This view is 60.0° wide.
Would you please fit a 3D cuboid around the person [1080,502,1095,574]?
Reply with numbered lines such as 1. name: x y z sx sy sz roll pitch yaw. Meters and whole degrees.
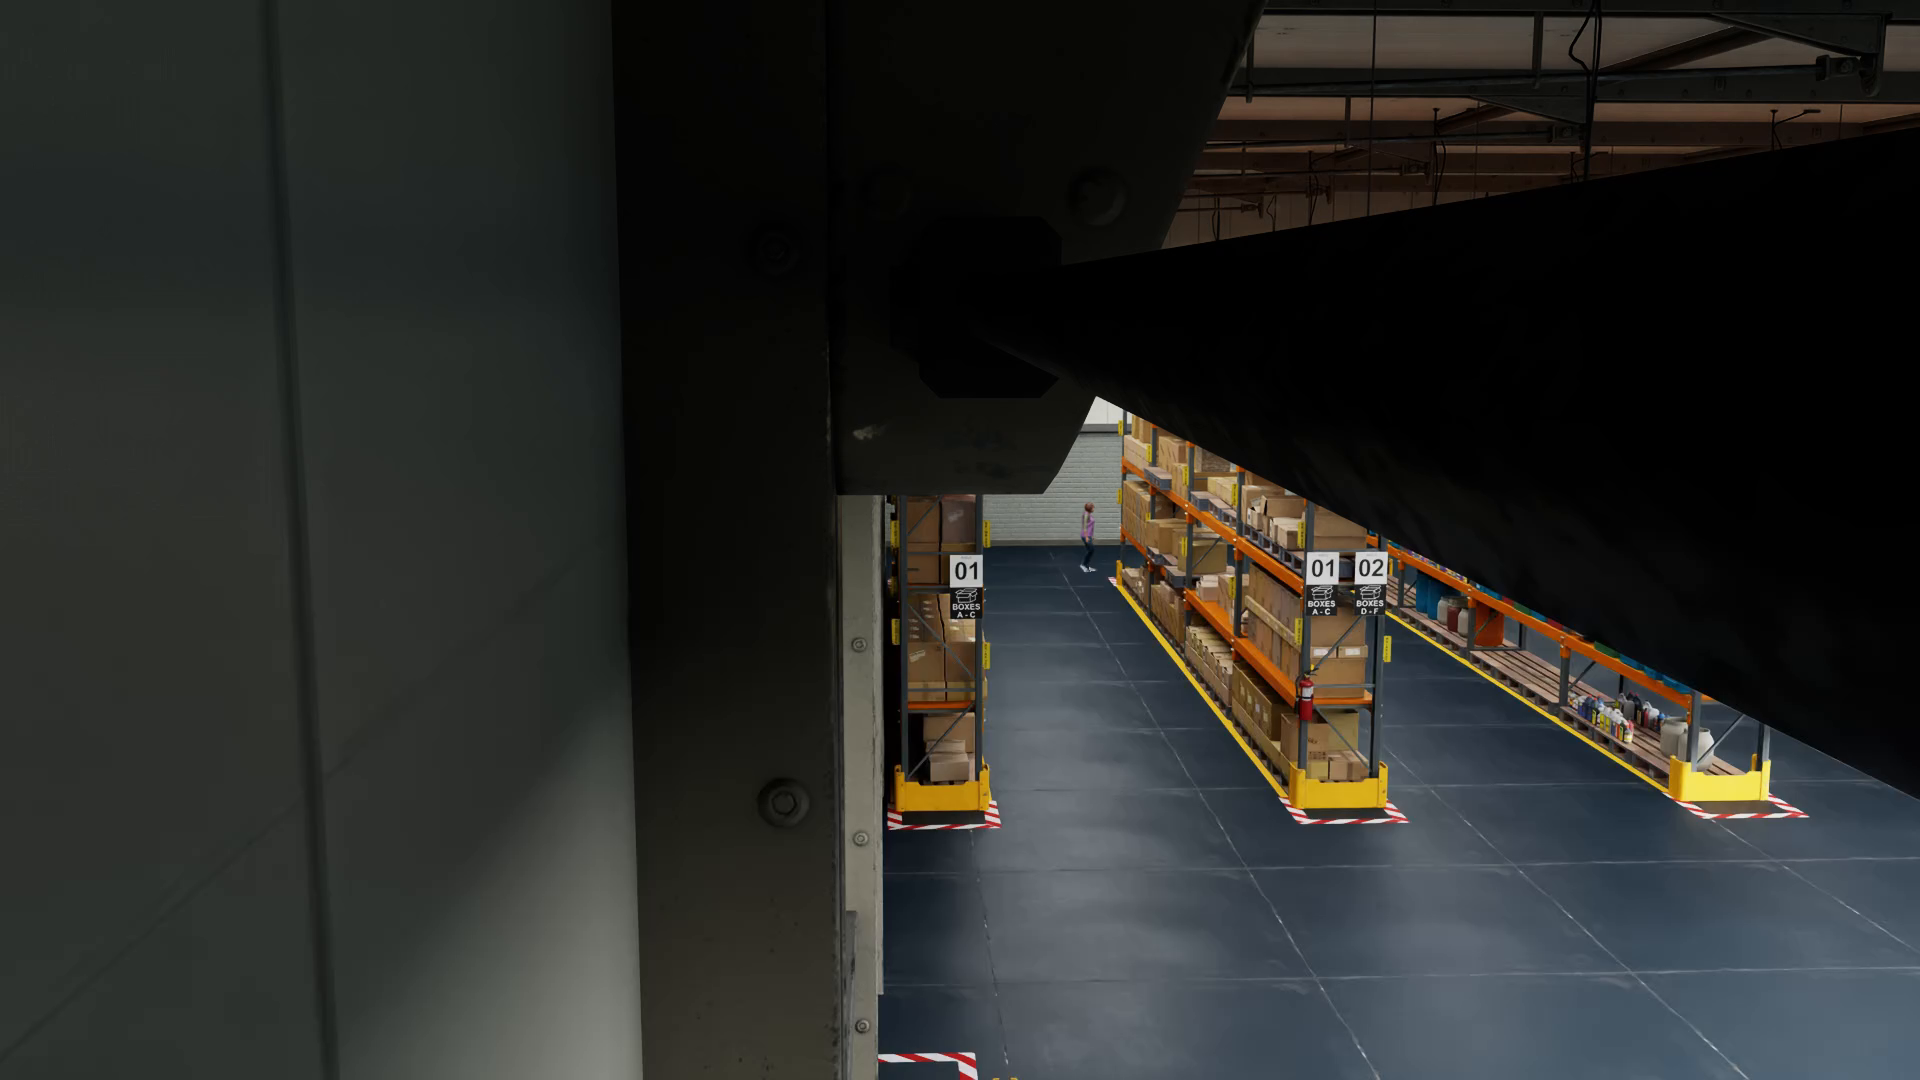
1. person: 2.931 -0.052 37.979 0.355 1.628 0.478 3 9 17
